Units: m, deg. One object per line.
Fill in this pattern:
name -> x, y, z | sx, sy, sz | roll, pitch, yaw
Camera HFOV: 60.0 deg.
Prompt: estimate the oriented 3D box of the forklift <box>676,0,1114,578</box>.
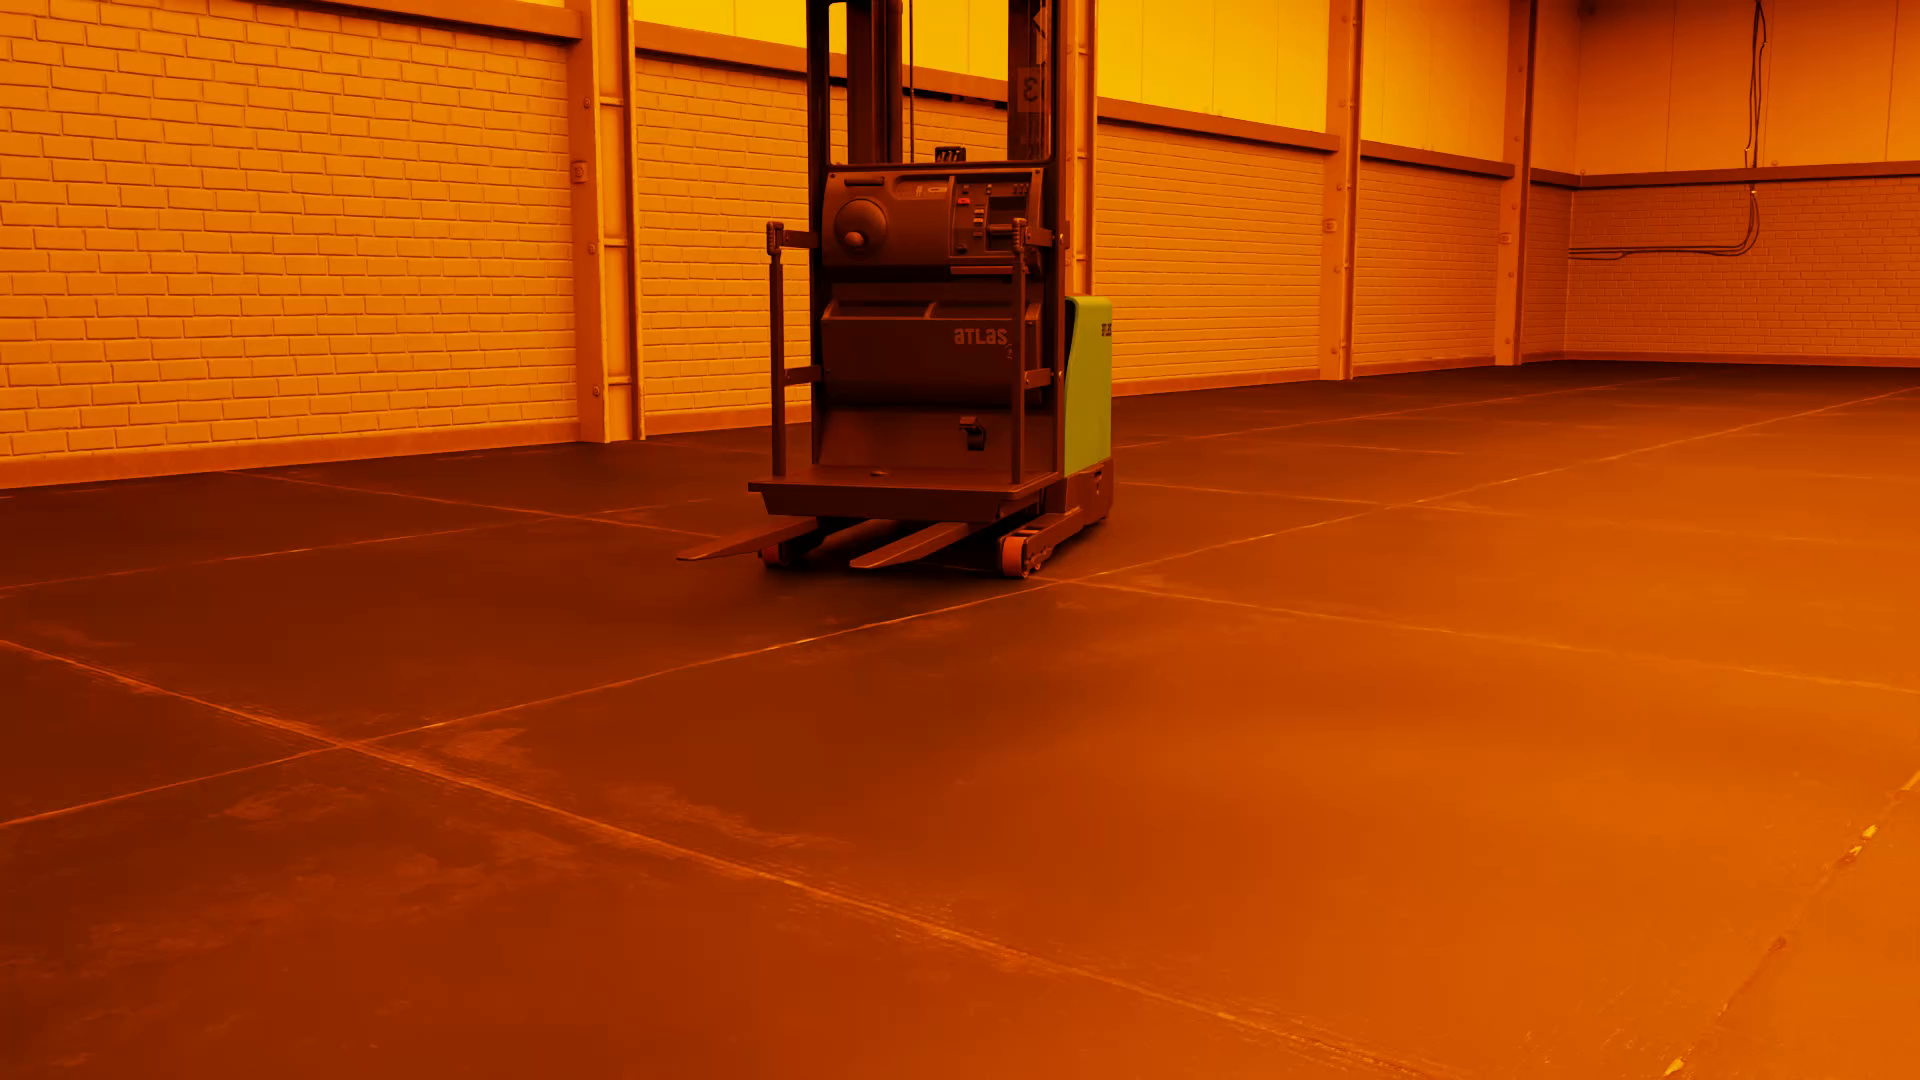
forklift -> -0.176, -1.366, 6.616 | 1.130, 2.935, 3.031 | 3, 9, 17
